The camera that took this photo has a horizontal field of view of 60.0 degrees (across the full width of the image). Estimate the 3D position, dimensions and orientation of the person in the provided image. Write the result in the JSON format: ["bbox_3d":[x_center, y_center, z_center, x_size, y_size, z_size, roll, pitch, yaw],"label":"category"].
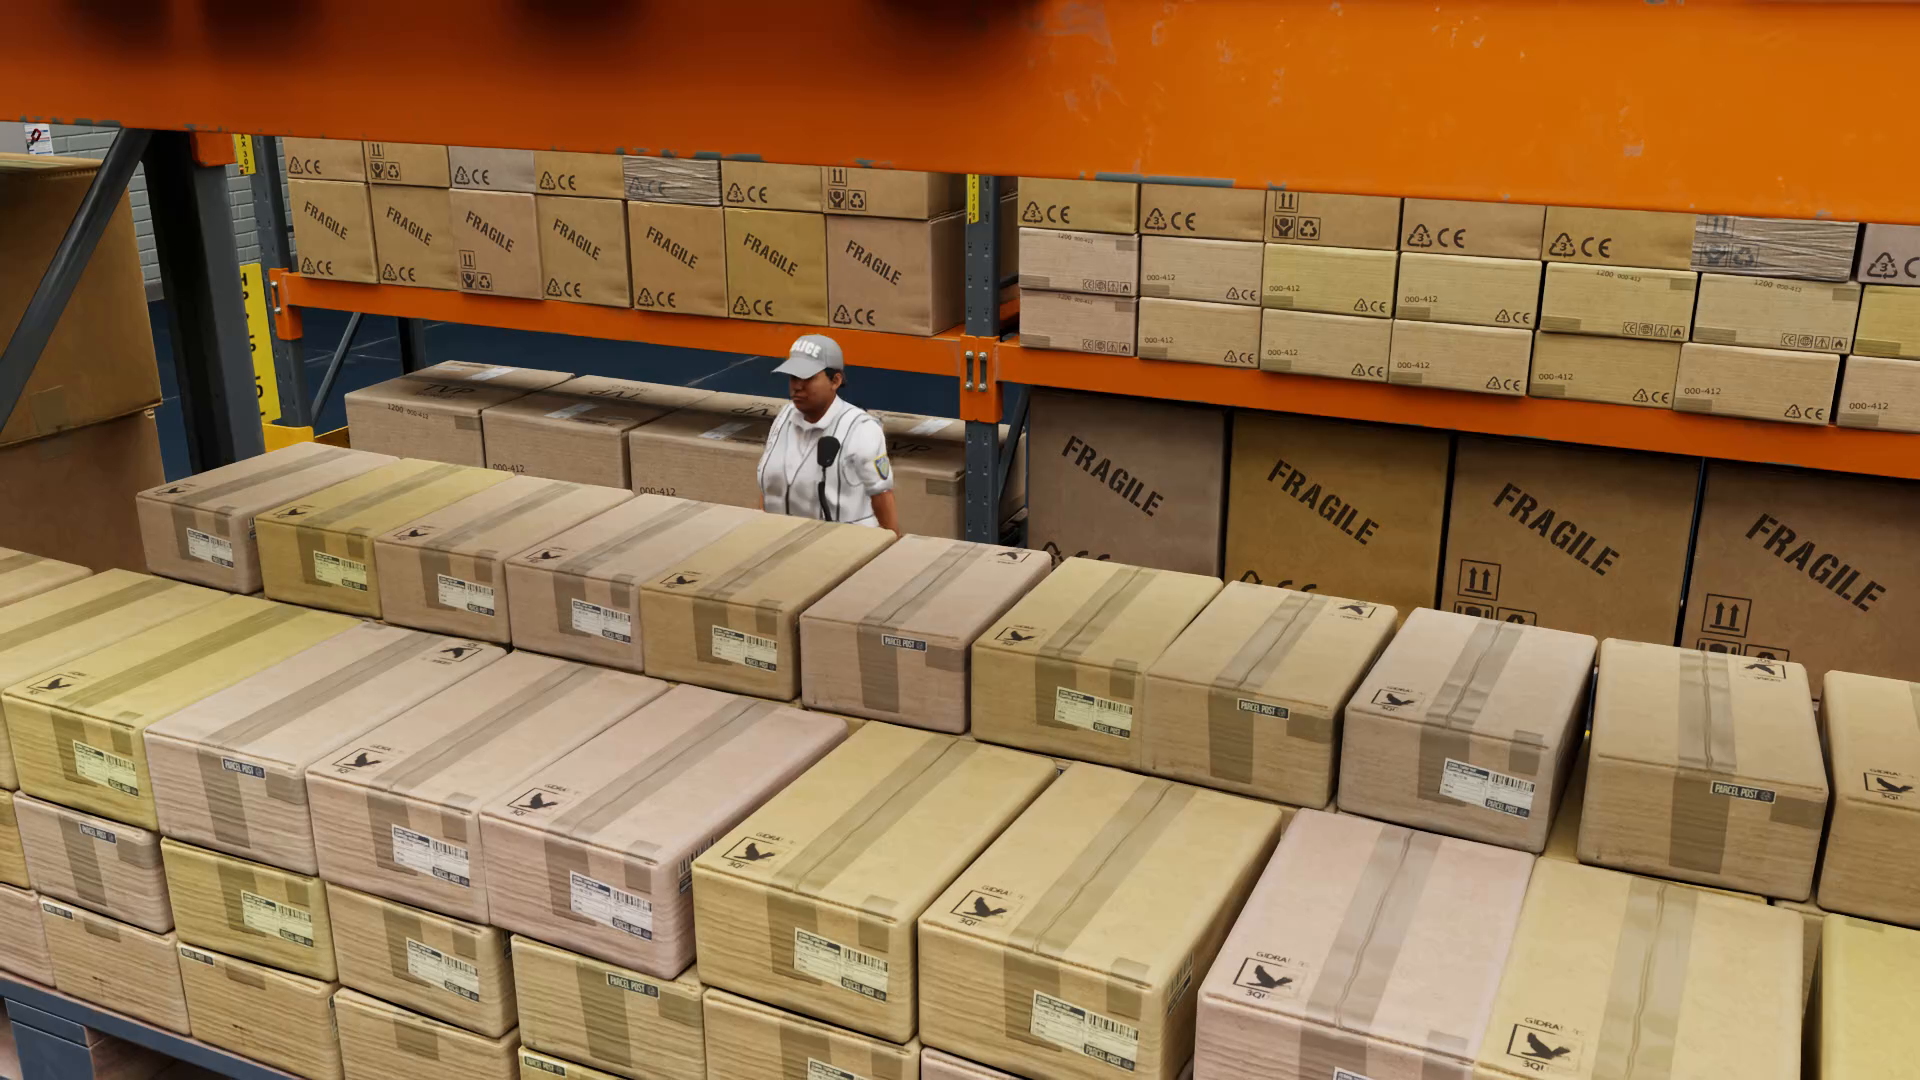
[{"bbox_3d":[-0.520,0.107,5.707,0.495,1.628,0.828,16,24,38],"label":"person"}]
